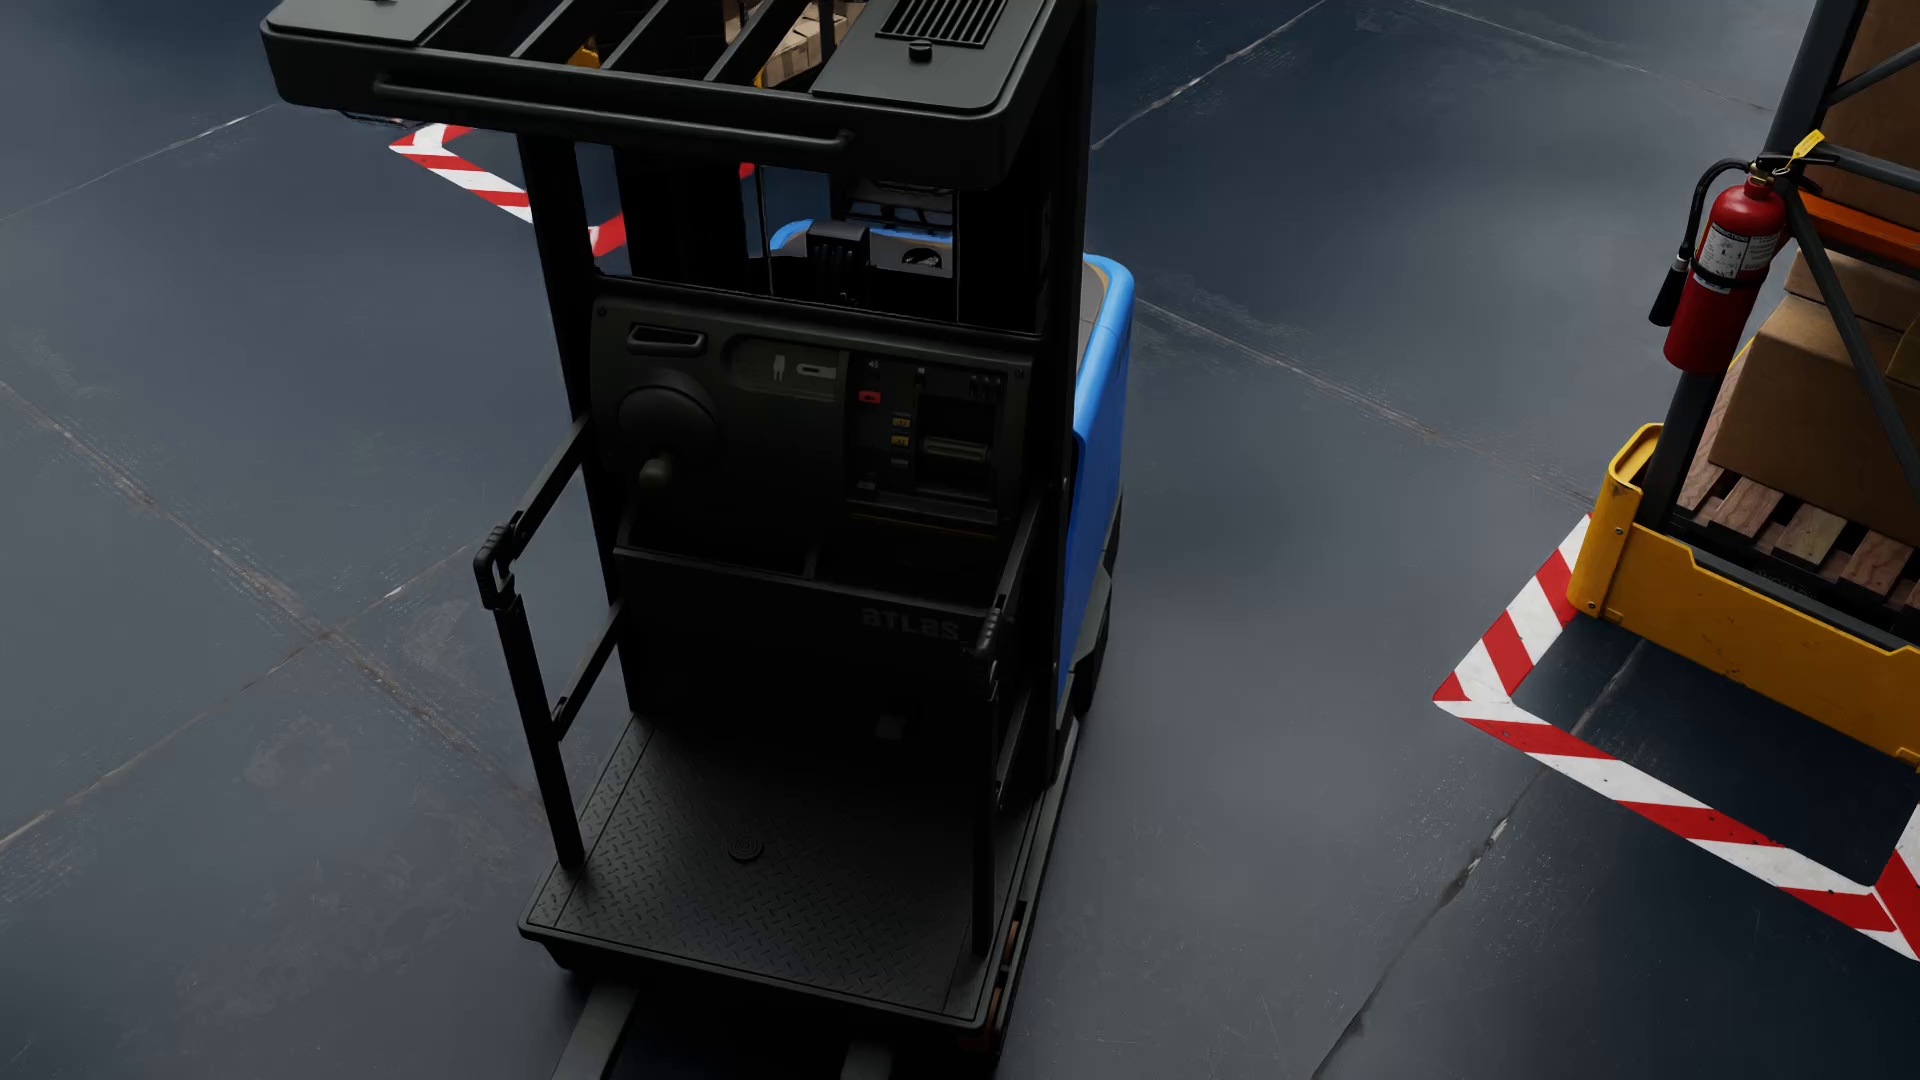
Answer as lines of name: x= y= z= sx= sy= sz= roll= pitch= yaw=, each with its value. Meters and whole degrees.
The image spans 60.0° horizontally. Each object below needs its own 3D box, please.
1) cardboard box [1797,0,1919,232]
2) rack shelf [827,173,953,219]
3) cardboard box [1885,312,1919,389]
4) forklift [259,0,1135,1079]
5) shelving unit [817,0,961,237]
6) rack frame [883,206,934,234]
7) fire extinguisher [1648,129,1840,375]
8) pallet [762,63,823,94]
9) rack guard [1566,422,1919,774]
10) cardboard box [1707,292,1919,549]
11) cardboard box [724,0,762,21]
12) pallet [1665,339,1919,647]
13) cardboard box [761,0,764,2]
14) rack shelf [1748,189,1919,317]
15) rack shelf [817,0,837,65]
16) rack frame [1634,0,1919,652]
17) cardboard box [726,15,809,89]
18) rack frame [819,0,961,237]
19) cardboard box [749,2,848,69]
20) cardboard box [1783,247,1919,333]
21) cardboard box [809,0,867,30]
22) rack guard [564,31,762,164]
cardboard box: x=2.711 y=-1.153 z=4.065 sx=0.980 sy=0.700 sz=0.700 roll=32 pitch=51 yaw=30
rack shelf: x=-0.106 y=-1.040 z=4.854 sx=0.431 sy=0.518 sz=0.480 roll=10 pitch=43 yaw=11
cardboard box: x=2.837 y=-0.498 z=4.632 sx=0.380 sy=0.149 sz=0.250 roll=30 pitch=50 yaw=29
forklift: x=-0.366 y=-0.167 z=3.255 sx=1.130 sy=2.935 sz=3.031 roll=9 pitch=43 yaw=10
shelving unit: x=-0.106 y=-1.050 z=4.844 sx=0.431 sy=2.100 sz=0.503 roll=10 pitch=43 yaw=11
rack frame: x=-0.046 y=-1.210 z=5.019 sx=0.400 sy=2.100 sz=0.015 roll=10 pitch=43 yaw=11
fire extinguisher: x=1.940 y=-0.730 z=4.158 sx=0.296 sy=0.674 sz=0.183 roll=29 pitch=50 yaw=28
pallet: x=-0.842 y=-2.336 z=7.662 sx=1.003 sy=0.211 sz=1.213 roll=29 pitch=50 yaw=28
rack guard: x=2.375 y=0.162 z=4.700 sx=1.175 sy=0.500 sz=0.348 roll=29 pitch=50 yaw=28
cardboard box: x=2.764 y=-0.409 z=5.016 sx=0.700 sy=0.500 sz=0.500 roll=29 pitch=50 yaw=28
cardboard box: x=-1.242 y=-2.542 z=7.347 sx=0.500 sy=0.500 sz=0.500 roll=29 pitch=50 yaw=28
pallet: x=2.845 y=-0.189 z=5.301 sx=1.003 sy=0.211 sz=1.213 roll=29 pitch=50 yaw=28
cardboard box: x=-0.913 y=-2.588 z=7.646 sx=0.380 sy=0.166 sz=0.250 roll=29 pitch=50 yaw=28
rack shelf: x=3.678 y=-1.538 z=5.247 sx=1.077 sy=0.370 sz=4.000 roll=29 pitch=50 yaw=28
rack shelf: x=-0.106 y=-1.558 z=4.383 sx=0.431 sy=0.518 sz=0.480 roll=10 pitch=43 yaw=11
rack frame: x=2.390 y=-0.775 z=3.872 sx=1.000 sy=3.000 sz=0.127 roll=29 pitch=50 yaw=28
cardboard box: x=-0.871 y=-2.092 z=7.114 sx=0.380 sy=0.149 sz=0.250 roll=29 pitch=50 yaw=28
rack frame: x=-0.167 y=-0.891 z=4.670 sx=0.400 sy=2.100 sz=0.015 roll=10 pitch=43 yaw=11
cardboard box: x=-0.710 y=-2.228 z=7.249 sx=0.380 sy=0.166 sz=0.250 roll=29 pitch=50 yaw=28
cardboard box: x=2.707 y=-0.794 z=4.957 sx=0.380 sy=0.149 sz=0.250 roll=29 pitch=50 yaw=28
cardboard box: x=-0.515 y=-2.478 z=7.462 sx=0.500 sy=0.250 sz=0.500 roll=29 pitch=50 yaw=28
rack guard: x=-1.355 y=-2.032 z=7.113 sx=1.175 sy=0.500 sz=0.348 roll=29 pitch=50 yaw=28
